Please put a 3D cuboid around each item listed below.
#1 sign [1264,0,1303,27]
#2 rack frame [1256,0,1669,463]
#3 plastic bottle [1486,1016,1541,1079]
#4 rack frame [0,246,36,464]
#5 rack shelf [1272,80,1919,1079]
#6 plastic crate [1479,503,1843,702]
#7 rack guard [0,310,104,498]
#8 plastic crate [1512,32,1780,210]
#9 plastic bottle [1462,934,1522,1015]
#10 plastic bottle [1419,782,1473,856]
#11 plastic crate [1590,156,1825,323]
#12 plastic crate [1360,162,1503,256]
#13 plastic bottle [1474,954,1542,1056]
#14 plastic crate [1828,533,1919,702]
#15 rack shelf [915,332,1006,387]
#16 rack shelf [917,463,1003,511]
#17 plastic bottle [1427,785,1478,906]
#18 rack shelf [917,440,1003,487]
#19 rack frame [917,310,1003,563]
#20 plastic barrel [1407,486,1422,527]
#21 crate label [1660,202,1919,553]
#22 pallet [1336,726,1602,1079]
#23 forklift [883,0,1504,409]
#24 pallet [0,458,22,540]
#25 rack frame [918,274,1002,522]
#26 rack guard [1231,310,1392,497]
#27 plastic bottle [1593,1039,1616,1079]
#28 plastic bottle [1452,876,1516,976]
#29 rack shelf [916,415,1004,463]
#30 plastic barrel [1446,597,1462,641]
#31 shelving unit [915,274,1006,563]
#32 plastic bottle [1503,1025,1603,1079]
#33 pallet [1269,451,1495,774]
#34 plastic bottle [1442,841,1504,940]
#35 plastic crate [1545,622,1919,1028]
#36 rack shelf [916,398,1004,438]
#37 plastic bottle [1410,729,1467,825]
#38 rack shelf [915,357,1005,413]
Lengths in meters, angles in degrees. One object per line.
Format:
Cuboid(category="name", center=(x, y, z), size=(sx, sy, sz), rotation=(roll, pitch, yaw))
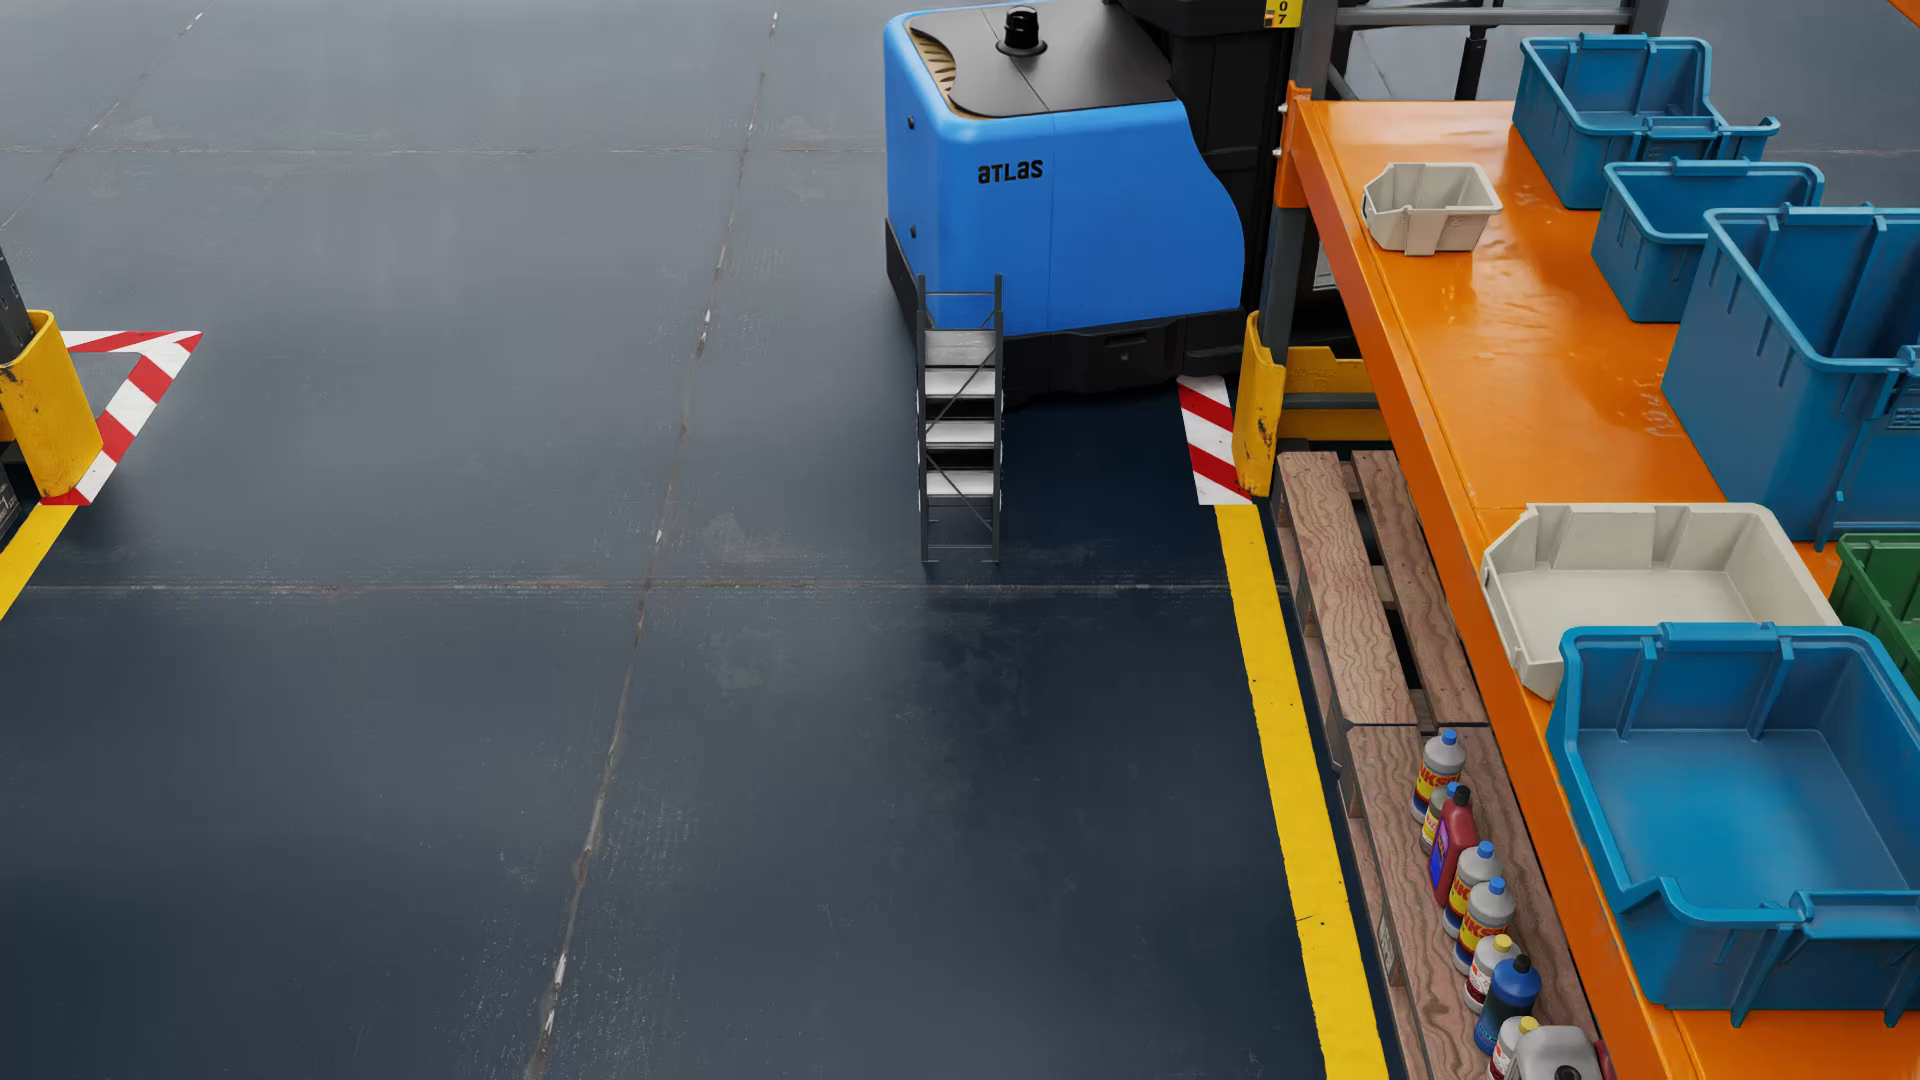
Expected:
Cuboid(category="sign", center=(0.909, -1.577, 4.598), size=(0.100, 0.325, 0.005), rotation=(0, 39, 0))
Cuboid(category="rack frame", center=(1.459, -1.467, 4.682), size=(1.000, 3.000, 0.127), rotation=(0, 39, 0))
Cuboid(category="plastic bottle", center=(1.151, 1.055, 3.421), size=(0.097, 0.201, 0.097), rotation=(0, 39, 0))
Cuboid(category="rack frame", center=(-3.494, -1.464, 4.678), size=(1.000, 3.000, 0.127), rotation=(0, 39, 0))
Cuboid(category="rack shelf", center=(1.462, 0.064, 3.346), size=(1.077, 0.370, 4.000), rotation=(0, 39, 0))
Cuboid(category="plastic crate", center=(1.209, 0.122, 2.910), size=(0.530, 0.136, 0.437), rotation=(0, 39, 0))
Cuboid(category="rack guard", center=(-3.494, -0.441, 5.400), size=(1.175, 0.500, 0.348), rotation=(0, 39, 0))
Cuboid(category="plastic crate", center=(1.759, -1.096, 4.338), size=(0.499, 0.251, 0.616), rotation=(0, 39, 0))
Cuboid(category="plastic bottle", center=(1.150, 0.926, 3.582), size=(0.097, 0.201, 0.097), rotation=(0, 39, 0))
Cuboid(category="plastic bottle", center=(1.150, 0.652, 3.924), size=(0.097, 0.201, 0.097), rotation=(0, 39, 0))
Cuboid(category="plastic crate", center=(1.754, -0.690, 3.832), size=(0.499, 0.251, 0.408), rotation=(0, 39, 0))
Cuboid(category="plastic crate", center=(1.138, -0.804, 4.066), size=(0.298, 0.136, 0.250), rotation=(0, 39, 0))
Cuboid(category="plastic bottle", center=(1.150, 0.963, 3.479), size=(0.097, 0.271, 0.097), rotation=(0, 39, 0))
Cuboid(category="plastic crate", center=(1.745, 0.268, 2.687), size=(0.450, 0.188, 0.662), rotation=(0, 39, 0))
Cuboid(category="rack shelf", center=(0.000, -0.531, 4.814), size=(0.258, 0.077, 0.200), rotation=(0, 39, 0))
Cuboid(category="rack shelf", center=(0.000, -0.180, 5.096), size=(0.258, 0.077, 0.200), rotation=(0, 39, 0))
Cuboid(category="plastic bottle", center=(1.132, 0.697, 3.802), size=(0.061, 0.283, 0.133), rotation=(1, 39, 1))
Cuboid(category="rack shelf", center=(0.000, -0.250, 5.039), size=(0.258, 0.077, 0.200), rotation=(0, 39, 0))
Cuboid(category="rack frame", center=(0.000, -0.282, 4.883), size=(0.240, 0.900, 0.006), rotation=(0, 39, 0))
Cuboid(category="plastic barrel", center=(1.536, -0.249, 4.815), size=(0.421, 0.512, 0.421), rotation=(0, 39, 0))
Cuboid(category="crate label", center=(1.732, -0.330, 3.235), size=(0.502, 0.435, 0.616), rotation=(0, 39, 0))
Cuboid(category="pallet", center=(1.500, 0.938, 3.911), size=(1.003, 0.211, 1.213), rotation=(0, 39, 0))
Cuboid(category="forklift", center=(1.289, -2.082, 5.504), size=(3.031, 2.935, 1.130), rotation=(-9, 39, -10))
Cuboid(category="pallet", center=(-3.528, 0.180, 4.856), size=(1.003, 0.211, 1.213), rotation=(0, 39, 0))
Cuboid(category="rack frame", center=(0.000, -0.410, 5.042), size=(0.240, 0.900, 0.006), rotation=(0, 39, 0))
Cuboid(category="rack guard", center=(1.506, -0.444, 5.405), size=(1.175, 0.500, 0.348), rotation=(0, 39, 0))
Cuboid(category="plastic bottle", center=(1.285, 1.096, 3.304), size=(0.061, 0.283, 0.133), rotation=(0, 39, 0))
Cuboid(category="plastic bottle", center=(1.150, 0.837, 3.637), size=(0.097, 0.271, 0.097), rotation=(0, 39, 0))
Cuboid(category="rack shelf", center=(0.000, -0.320, 4.983), size=(0.258, 0.077, 0.200), rotation=(0, 39, 0))
Cuboid(category="plastic barrel", center=(1.537, 0.065, 4.424), size=(0.421, 0.512, 0.421), rotation=(0, 39, 0))
Cuboid(category="shelving unit", center=(0.000, -0.346, 4.962), size=(0.258, 0.900, 0.210), rotation=(0, 39, 0))
Cuboid(category="plastic bottle", center=(1.178, 1.099, 3.306), size=(0.152, 0.276, 0.135), rotation=(1, 39, 1))
Cuboid(category="pallet", center=(1.502, 0.177, 4.861), size=(1.003, 0.211, 1.213), rotation=(0, 39, 0))
Cuboid(category="plastic bottle", center=(1.150, 0.774, 3.715), size=(0.097, 0.271, 0.097), rotation=(0, 39, 0))
Cuboid(category="plastic crate", center=(1.191, 0.400, 2.471), size=(0.499, 0.251, 0.616), rotation=(0, 39, 0))
Cuboid(category="rack shelf", center=(0.000, -0.390, 4.927), size=(0.258, 0.077, 0.200), rotation=(0, 39, 0))
Cuboid(category="plastic bottle", center=(1.150, 0.560, 3.983), size=(0.097, 0.271, 0.097), rotation=(0, 39, 0))
Cuboid(category="rack shelf", center=(0.000, -0.461, 4.871), size=(0.258, 0.077, 0.200), rotation=(0, 39, 0))
